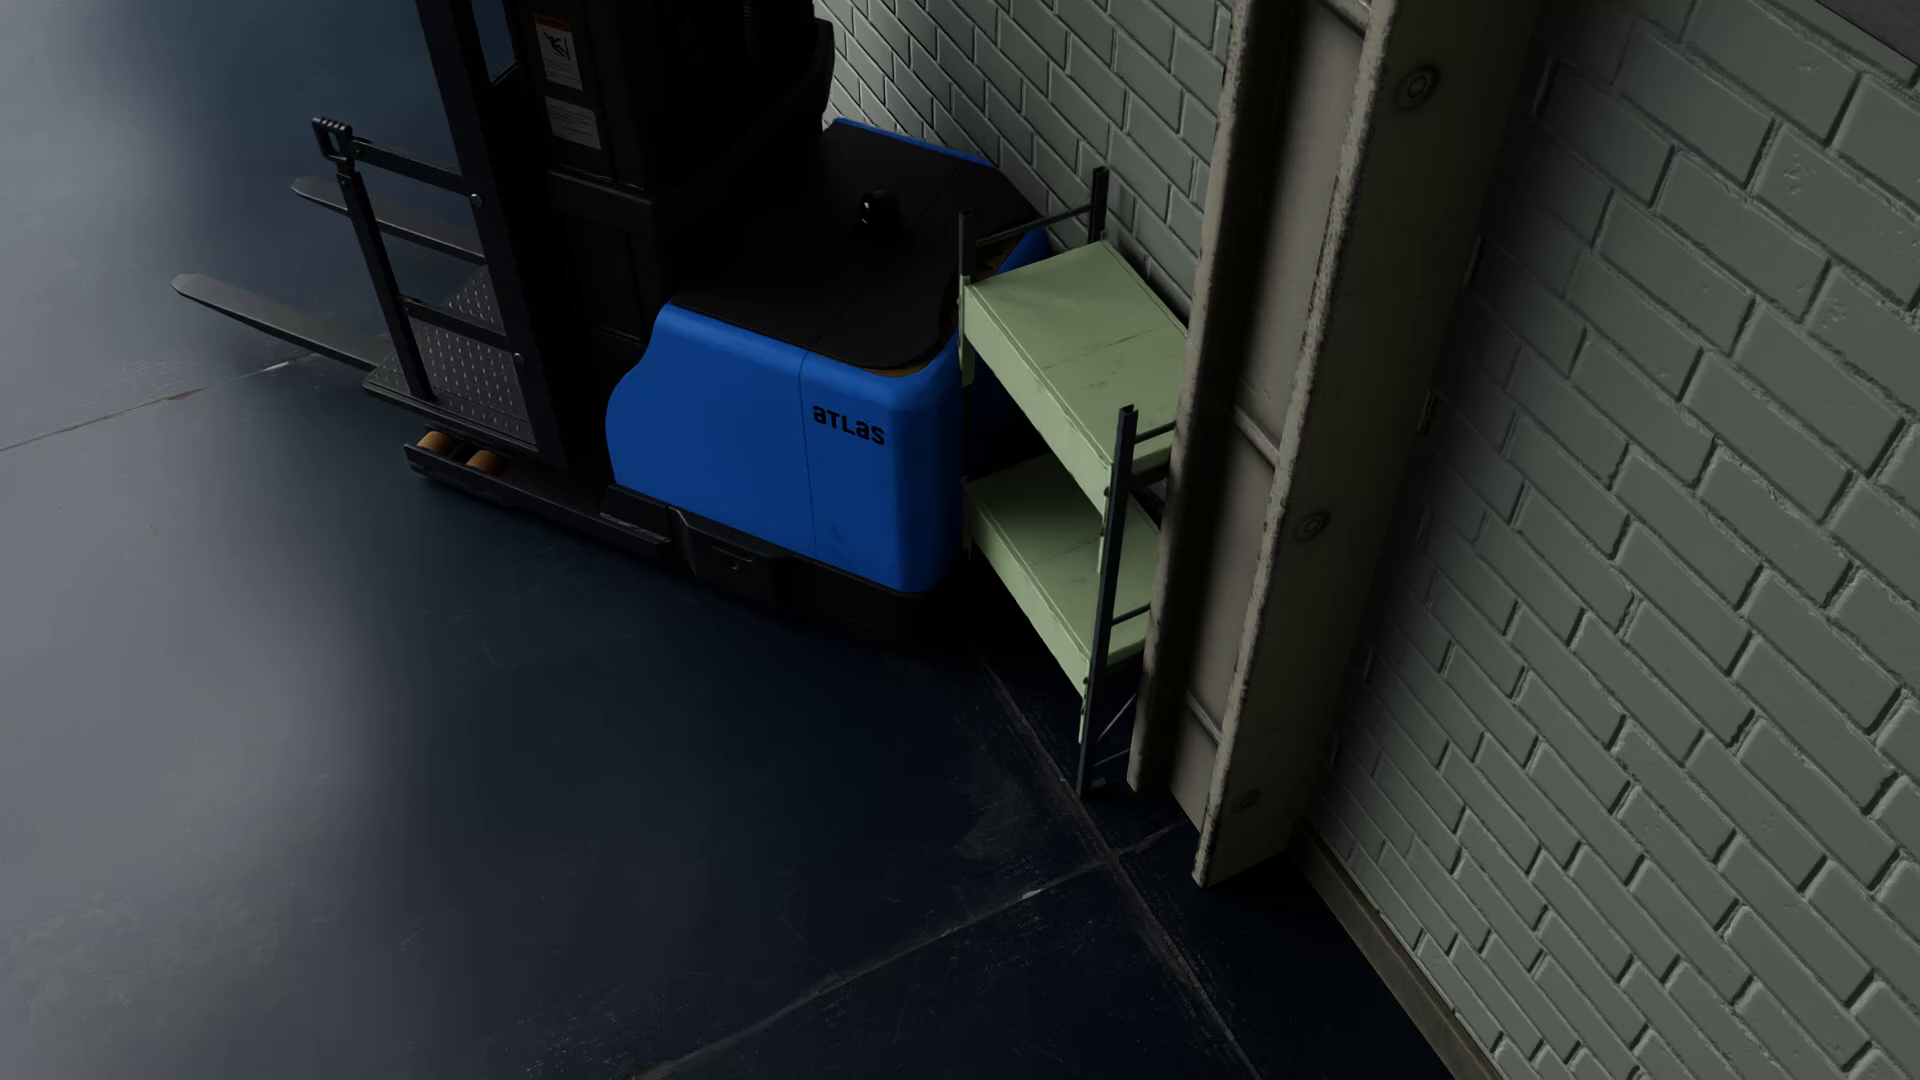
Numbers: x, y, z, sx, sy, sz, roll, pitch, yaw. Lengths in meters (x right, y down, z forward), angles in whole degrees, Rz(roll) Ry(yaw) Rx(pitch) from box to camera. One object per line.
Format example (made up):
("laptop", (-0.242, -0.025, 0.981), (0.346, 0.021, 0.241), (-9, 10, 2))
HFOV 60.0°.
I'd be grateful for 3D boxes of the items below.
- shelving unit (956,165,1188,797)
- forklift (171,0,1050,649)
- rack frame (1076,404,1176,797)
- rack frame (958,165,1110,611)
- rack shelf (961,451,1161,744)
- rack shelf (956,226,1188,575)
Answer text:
("shelving unit", (0.343, -0.098, 4.328), (0.431, 1.500, 0.755), (-21, 53, -18))
("forklift", (-1.215, -1.426, 4.550), (3.031, 2.935, 1.130), (20, 52, 17))
("rack frame", (0.512, 0.150, 4.118), (0.400, 1.500, 0.023), (-21, 53, -18))
("rack frame", (0.175, -0.346, 4.538), (0.400, 1.500, 0.023), (-21, 53, -18))
("rack shelf", (0.341, 0.114, 4.576), (0.431, 0.370, 0.720), (-21, 53, -18))
("rack shelf", (0.346, -0.351, 4.031), (0.431, 0.370, 0.720), (-21, 53, -18))
